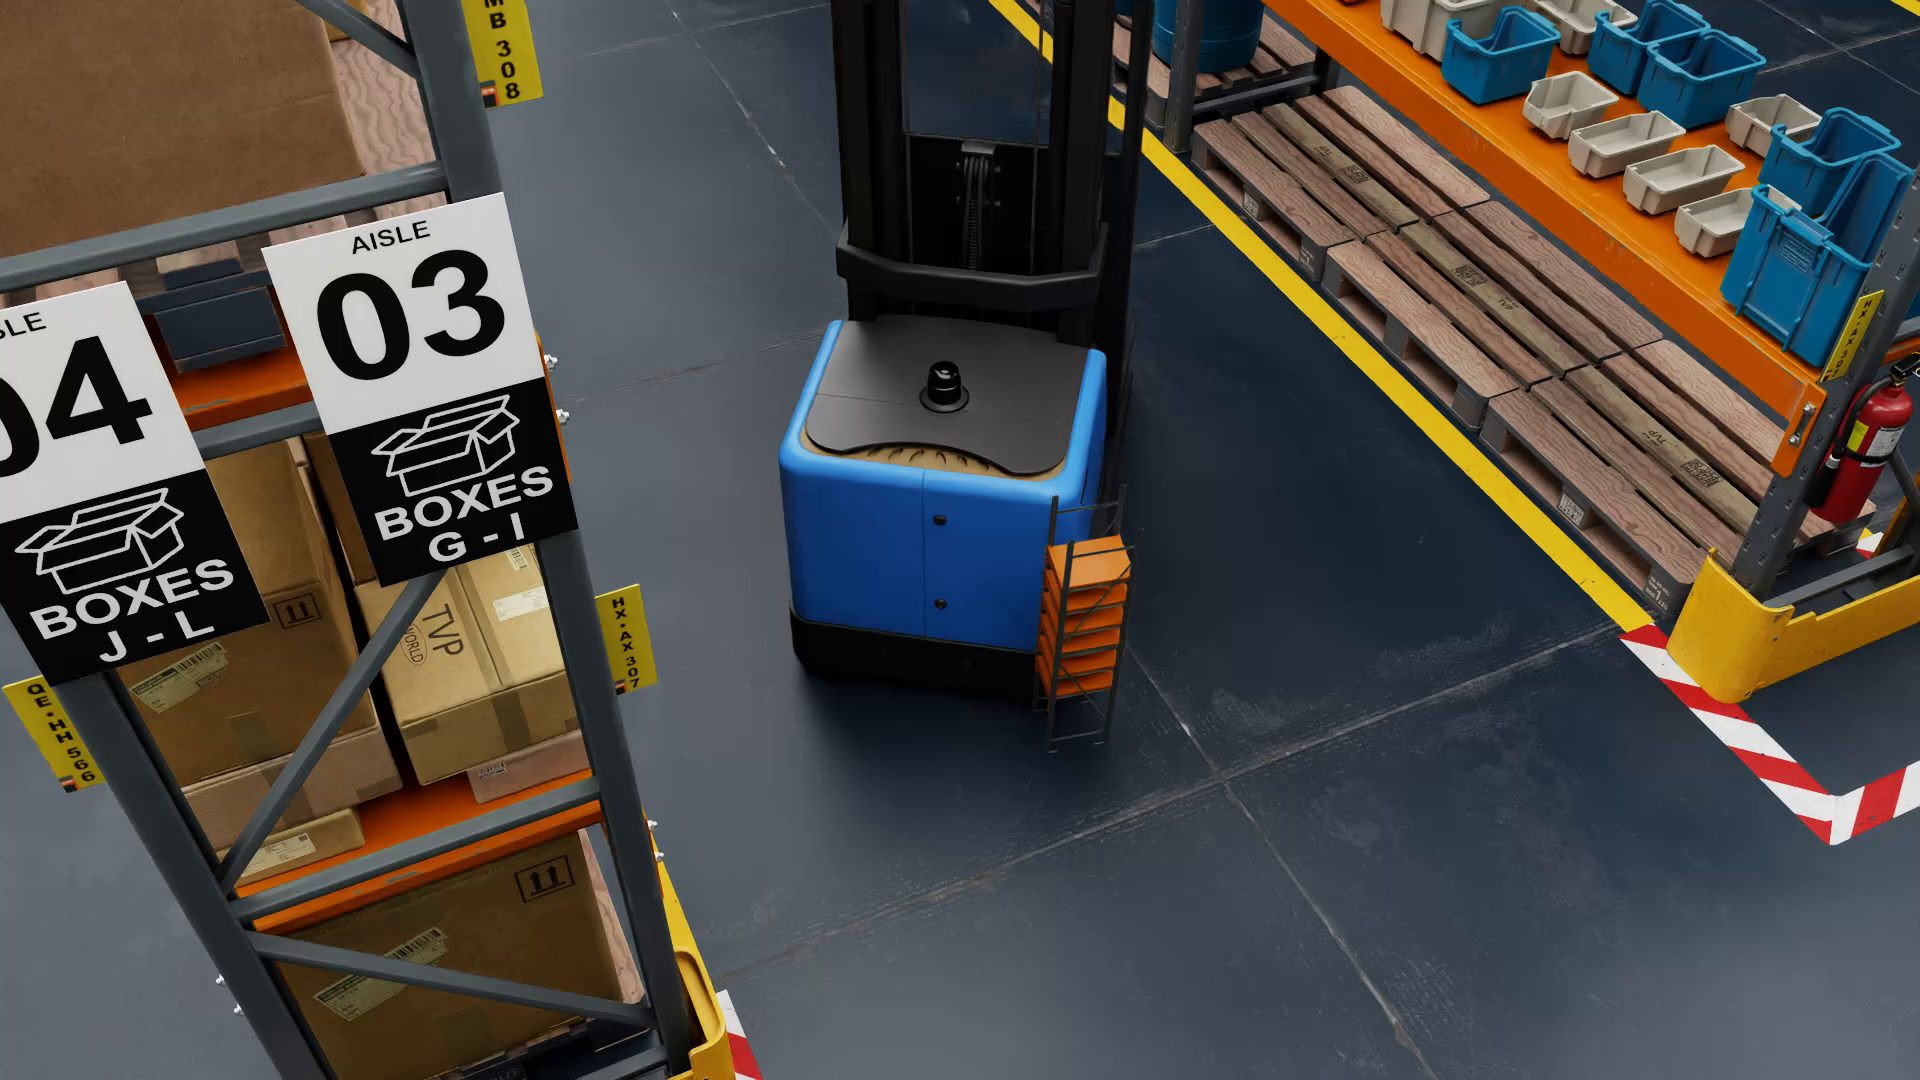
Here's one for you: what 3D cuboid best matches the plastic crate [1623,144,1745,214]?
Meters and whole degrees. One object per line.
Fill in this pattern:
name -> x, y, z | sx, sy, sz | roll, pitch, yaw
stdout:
plastic crate -> 2.629, -1.323, 6.100 | 0.396, 0.136, 0.243 | -18, 47, -17

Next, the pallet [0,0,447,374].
pallet -> -1.570, -0.783, 3.336 | 1.003, 0.211, 1.213 | -18, 47, -17

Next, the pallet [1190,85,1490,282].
pallet -> 1.907, -1.840, 8.464 | 1.003, 0.211, 1.213 | -18, 47, -17

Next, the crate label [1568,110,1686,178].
crate label -> 2.490, -1.493, 6.273 | 0.396, 0.136, 0.243 | -18, 47, -17

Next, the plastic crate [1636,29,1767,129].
plastic crate -> 2.886, -1.796, 6.511 | 0.416, 0.233, 0.300 | -18, 47, -17

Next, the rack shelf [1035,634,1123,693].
rack shelf -> 0.407, 0.403, 5.710 | 0.258, 0.103, 0.180 | -9, 51, -9

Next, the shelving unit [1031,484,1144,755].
shelving unit -> 0.410, 0.298, 5.584 | 0.258, 1.200, 0.189 | -9, 51, -9

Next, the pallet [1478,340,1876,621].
pallet -> 2.933, -0.285, 6.888 | 1.003, 0.211, 1.213 | -18, 47, -17

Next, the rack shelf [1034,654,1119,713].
rack shelf -> 0.404, 0.480, 5.803 | 0.258, 0.103, 0.180 | -9, 51, -9

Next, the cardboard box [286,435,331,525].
cardboard box -> -2.120, -0.208, 4.720 | 0.500, 0.250, 0.500 | -20, 48, -19

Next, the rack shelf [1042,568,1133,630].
rack shelf -> 0.415, 0.173, 5.433 | 0.258, 0.103, 0.180 | -9, 51, -9

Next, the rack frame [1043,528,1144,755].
rack frame -> 0.431, 0.367, 5.527 | 0.240, 1.200, 0.006 | -9, 51, -9

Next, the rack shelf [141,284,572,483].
rack shelf -> -2.090, -1.364, 4.373 | 1.077, 0.370, 4.000 | -18, 47, -17

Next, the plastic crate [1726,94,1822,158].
plastic crate -> 3.095, -1.584, 6.364 | 0.250, 0.136, 0.298 | -18, 47, -17

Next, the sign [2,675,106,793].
sign -> -1.747, 0.377, 3.239 | 0.100, 0.325, 0.005 | -18, 47, -17

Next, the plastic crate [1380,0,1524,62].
plastic crate -> 2.038, -2.241, 6.927 | 0.437, 0.282, 0.530 | -18, 47, -17

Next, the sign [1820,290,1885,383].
sign -> 2.753, -0.626, 5.132 | 0.100, 0.325, 0.005 | -18, 47, -17

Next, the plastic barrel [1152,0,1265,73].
plastic barrel -> 1.350, -3.044, 8.894 | 0.600, 0.901, 0.708 | -18, 47, -17

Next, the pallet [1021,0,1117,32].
pallet -> 0.760, -3.579, 10.227 | 1.003, 0.211, 1.213 | -18, 47, -17

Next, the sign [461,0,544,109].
sign -> -0.743, -0.845, 2.656 | 0.100, 0.325, 0.005 | -18, 47, -17

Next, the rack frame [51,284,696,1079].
rack frame -> -1.249, 0.722, 3.882 | 1.000, 3.000, 0.127 | -18, 47, -17

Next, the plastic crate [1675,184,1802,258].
plastic crate -> 2.738, -1.134, 5.909 | 0.396, 0.136, 0.243 | -18, 47, -17

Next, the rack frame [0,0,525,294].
rack frame -> -1.249, -1.413, 1.775 | 1.000, 3.000, 0.127 | -18, 47, -17

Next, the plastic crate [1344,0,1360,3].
plastic crate -> 1.711, -2.690, 7.253 | 0.402, 0.464, 0.583 | -18, 47, -17

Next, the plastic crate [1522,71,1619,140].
plastic crate -> 2.348, -1.676, 6.458 | 0.298, 0.136, 0.250 | -18, 47, -17

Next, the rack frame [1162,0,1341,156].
rack frame -> 1.563, -3.289, 7.948 | 1.000, 3.000, 0.127 | -18, 47, -17

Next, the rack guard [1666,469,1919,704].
rack guard -> 3.267, 0.161, 6.231 | 1.175, 0.500, 0.348 | -18, 47, -17

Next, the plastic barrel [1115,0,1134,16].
plastic barrel -> 1.052, -3.495, 9.351 | 0.600, 0.901, 0.708 | -18, 47, -17

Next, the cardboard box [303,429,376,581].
cardboard box -> -1.416, -0.301, 4.281 | 0.500, 0.500, 0.500 | -19, 48, -18

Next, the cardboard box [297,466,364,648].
cardboard box -> -1.906, 0.116, 4.392 | 0.500, 0.250, 0.500 | -19, 48, -18

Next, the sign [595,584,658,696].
sign -> -0.743, 0.226, 3.713 | 0.100, 0.325, 0.005 | -18, 47, -17

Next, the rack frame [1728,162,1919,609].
rack frame -> 3.245, -0.740, 5.365 | 1.000, 3.000, 0.127 | -18, 47, -17

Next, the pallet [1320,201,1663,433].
pallet -> 2.424, -1.061, 7.675 | 1.003, 0.211, 1.213 | -18, 47, -17

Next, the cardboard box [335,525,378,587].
cardboard box -> -1.430, -0.045, 4.555 | 0.500, 0.250, 0.500 | -19, 48, -18

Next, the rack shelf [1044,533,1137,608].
rack shelf -> 0.418, 0.096, 5.341 | 0.258, 0.103, 0.180 | -9, 51, -9

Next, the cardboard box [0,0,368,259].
cardboard box -> -1.516, -0.882, 2.931 | 0.700, 0.500, 0.500 | -21, 48, -20

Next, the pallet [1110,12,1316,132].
pallet -> 1.276, -2.801, 9.438 | 1.003, 0.211, 1.213 | -18, 47, -17

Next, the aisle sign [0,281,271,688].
aisle sign -> -1.491, -0.069, 2.833 | 0.394, 0.787, 0.004 | -18, 47, -17

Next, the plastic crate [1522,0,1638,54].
plastic crate -> 2.568, -2.196, 6.985 | 0.293, 0.136, 0.466 | -18, 47, -17

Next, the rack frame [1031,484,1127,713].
rack frame -> 0.390, 0.229, 5.640 | 0.240, 1.200, 0.006 | -9, 51, -9

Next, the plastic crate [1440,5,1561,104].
plastic crate -> 2.149, -1.935, 6.652 | 0.416, 0.233, 0.300 | -18, 47, -17

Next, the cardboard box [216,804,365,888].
cardboard box -> -1.697, 0.682, 4.102 | 0.380, 0.149, 0.250 | -17, 47, -17

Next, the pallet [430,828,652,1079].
pallet -> -1.656, 1.229, 5.355 | 1.003, 0.211, 1.213 | -18, 47, -17

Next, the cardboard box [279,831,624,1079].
cardboard box -> -1.591, 0.945, 4.870 | 0.875, 0.875, 0.875 | -18, 47, -17

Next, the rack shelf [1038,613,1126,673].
rack shelf -> 0.409, 0.326, 5.618 | 0.258, 0.103, 0.180 | -9, 51, -9

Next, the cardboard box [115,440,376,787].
cardboard box -> -1.692, 0.170, 3.803 | 0.500, 0.500, 0.500 | -17, 47, -17

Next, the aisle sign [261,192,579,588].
aisle sign -> -0.946, -0.246, 3.012 | 0.394, 0.787, 0.004 | -18, 47, -17

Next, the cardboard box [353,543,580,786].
cardboard box -> -1.206, 0.284, 4.221 | 0.500, 0.250, 0.500 | -19, 48, -18

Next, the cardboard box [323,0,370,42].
cardboard box -> -1.643, -1.276, 3.330 | 0.700, 0.500, 0.500 | -20, 48, -19

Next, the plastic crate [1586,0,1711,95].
plastic crate -> 2.760, -1.987, 6.705 | 0.416, 0.233, 0.300 | -18, 47, -17

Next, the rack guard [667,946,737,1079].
rack guard -> -1.239, 1.627, 4.745 | 1.175, 0.500, 0.348 | -18, 47, -17

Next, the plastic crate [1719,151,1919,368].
plastic crate -> 2.935, -0.933, 5.492 | 0.616, 0.435, 0.499 | -18, 47, -17

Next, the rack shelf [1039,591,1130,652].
rack shelf -> 0.412, 0.250, 5.526 | 0.258, 0.103, 0.180 | -9, 51, -9

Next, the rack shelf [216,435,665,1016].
rack shelf -> -2.090, -0.296, 5.427 | 1.077, 0.370, 4.000 | -18, 47, -17

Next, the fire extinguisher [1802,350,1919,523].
fire extinguisher -> 2.896, -0.350, 5.289 | 0.296, 0.674, 0.183 | -18, 47, -17

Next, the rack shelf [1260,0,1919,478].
rack shelf -> 2.404, -1.759, 6.909 | 1.077, 0.370, 4.000 | -18, 47, -17

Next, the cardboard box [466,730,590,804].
cardboard box -> -1.099, 0.488, 4.299 | 0.380, 0.149, 0.250 | -18, 47, -17

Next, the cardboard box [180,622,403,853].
cardboard box -> -1.693, 0.439, 4.064 | 0.500, 0.250, 0.500 | -19, 48, -18

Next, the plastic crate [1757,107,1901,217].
plastic crate -> 3.163, -1.376, 6.086 | 0.416, 0.233, 0.300 | -18, 47, -17

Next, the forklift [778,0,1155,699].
forklift -> 0.151, -1.513, 6.196 | 1.130, 2.935, 3.031 | 7, 45, 7
